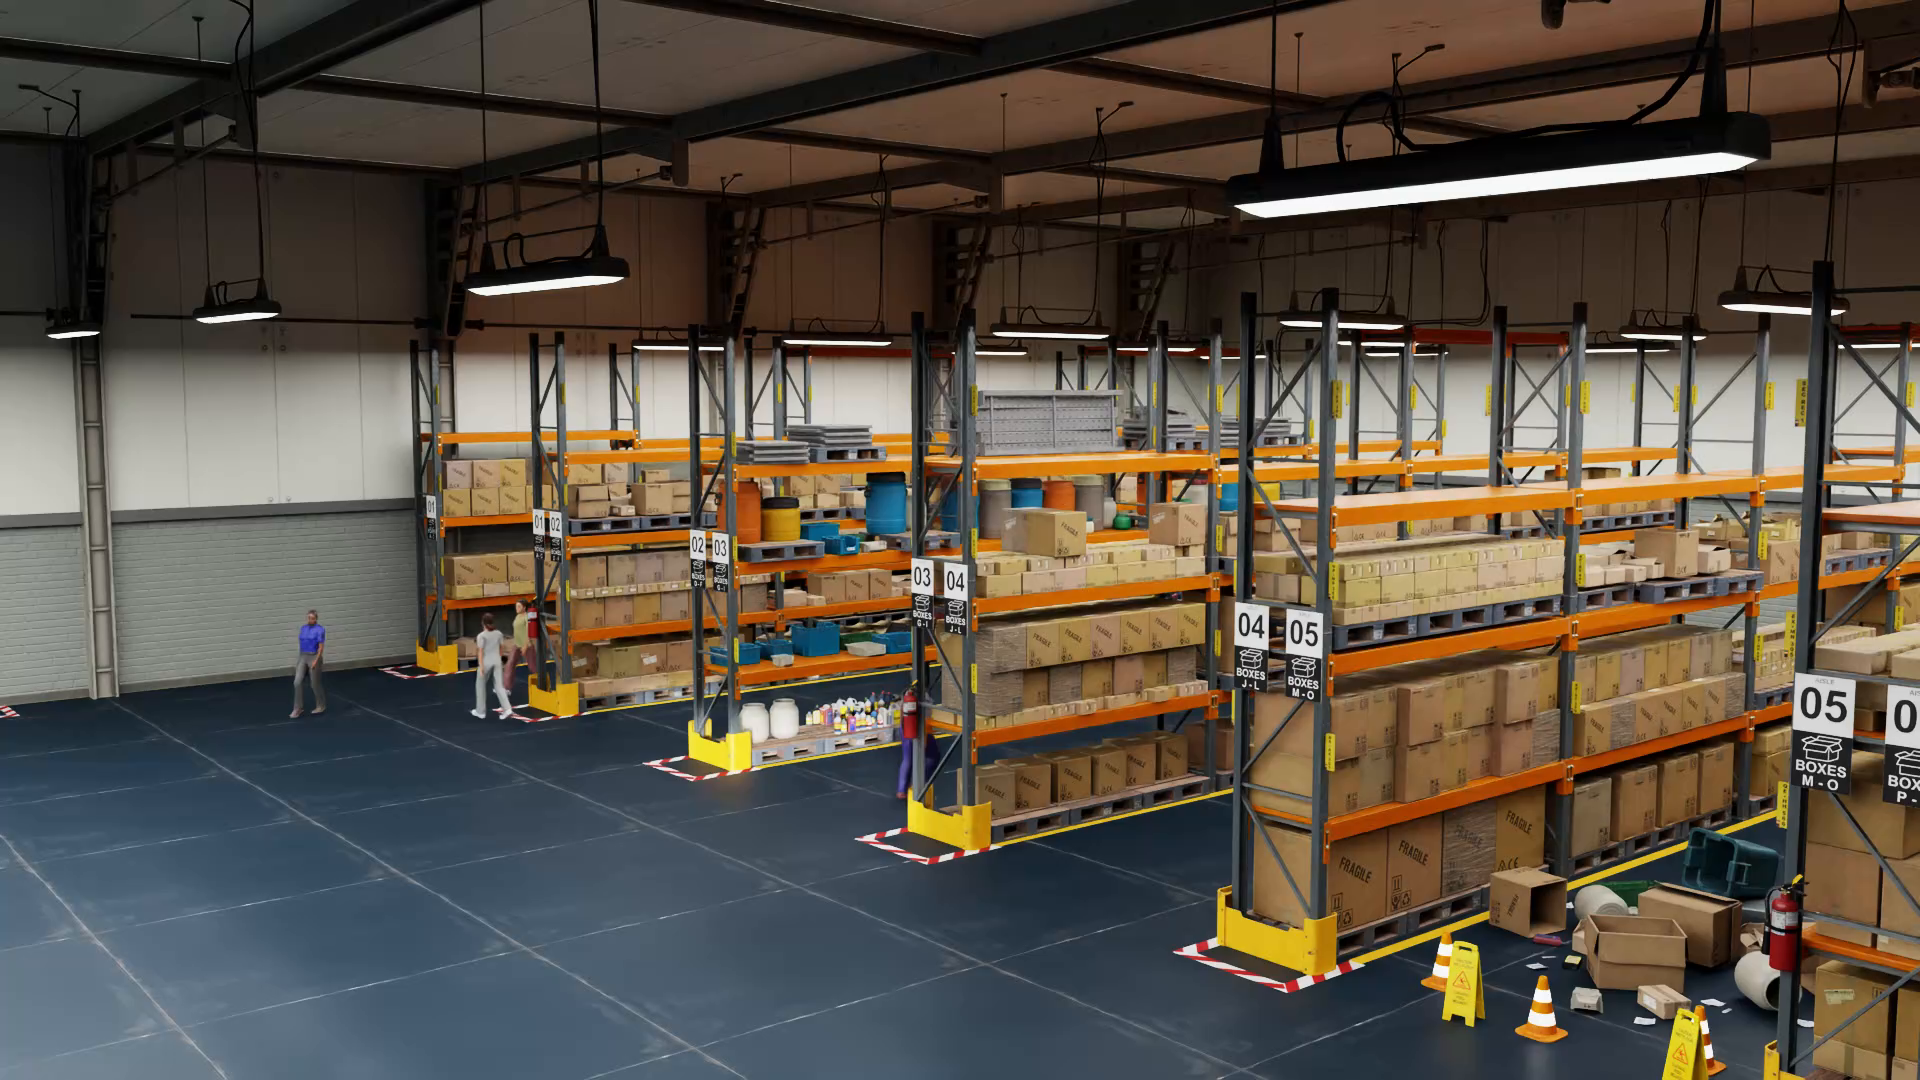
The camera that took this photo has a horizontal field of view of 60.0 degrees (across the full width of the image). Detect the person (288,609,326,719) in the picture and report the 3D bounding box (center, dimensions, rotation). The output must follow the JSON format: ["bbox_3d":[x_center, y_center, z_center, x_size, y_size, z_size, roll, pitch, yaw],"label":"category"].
[{"bbox_3d":[-10.240,1.941,26.107,0.471,1.690,0.622,1,5,10],"label":"person"}]

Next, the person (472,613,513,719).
[{"bbox_3d":[-7.263,1.959,25.790,0.447,1.651,0.826,-4,7,-37],"label":"person"}]

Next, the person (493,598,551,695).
[{"bbox_3d":[-7.329,1.779,27.865,0.472,1.640,0.917,4,7,36],"label":"person"}]

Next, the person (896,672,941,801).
[{"bbox_3d":[-0.550,2.429,20.812,0.522,1.657,0.517,-3,6,-30],"label":"person"}]
